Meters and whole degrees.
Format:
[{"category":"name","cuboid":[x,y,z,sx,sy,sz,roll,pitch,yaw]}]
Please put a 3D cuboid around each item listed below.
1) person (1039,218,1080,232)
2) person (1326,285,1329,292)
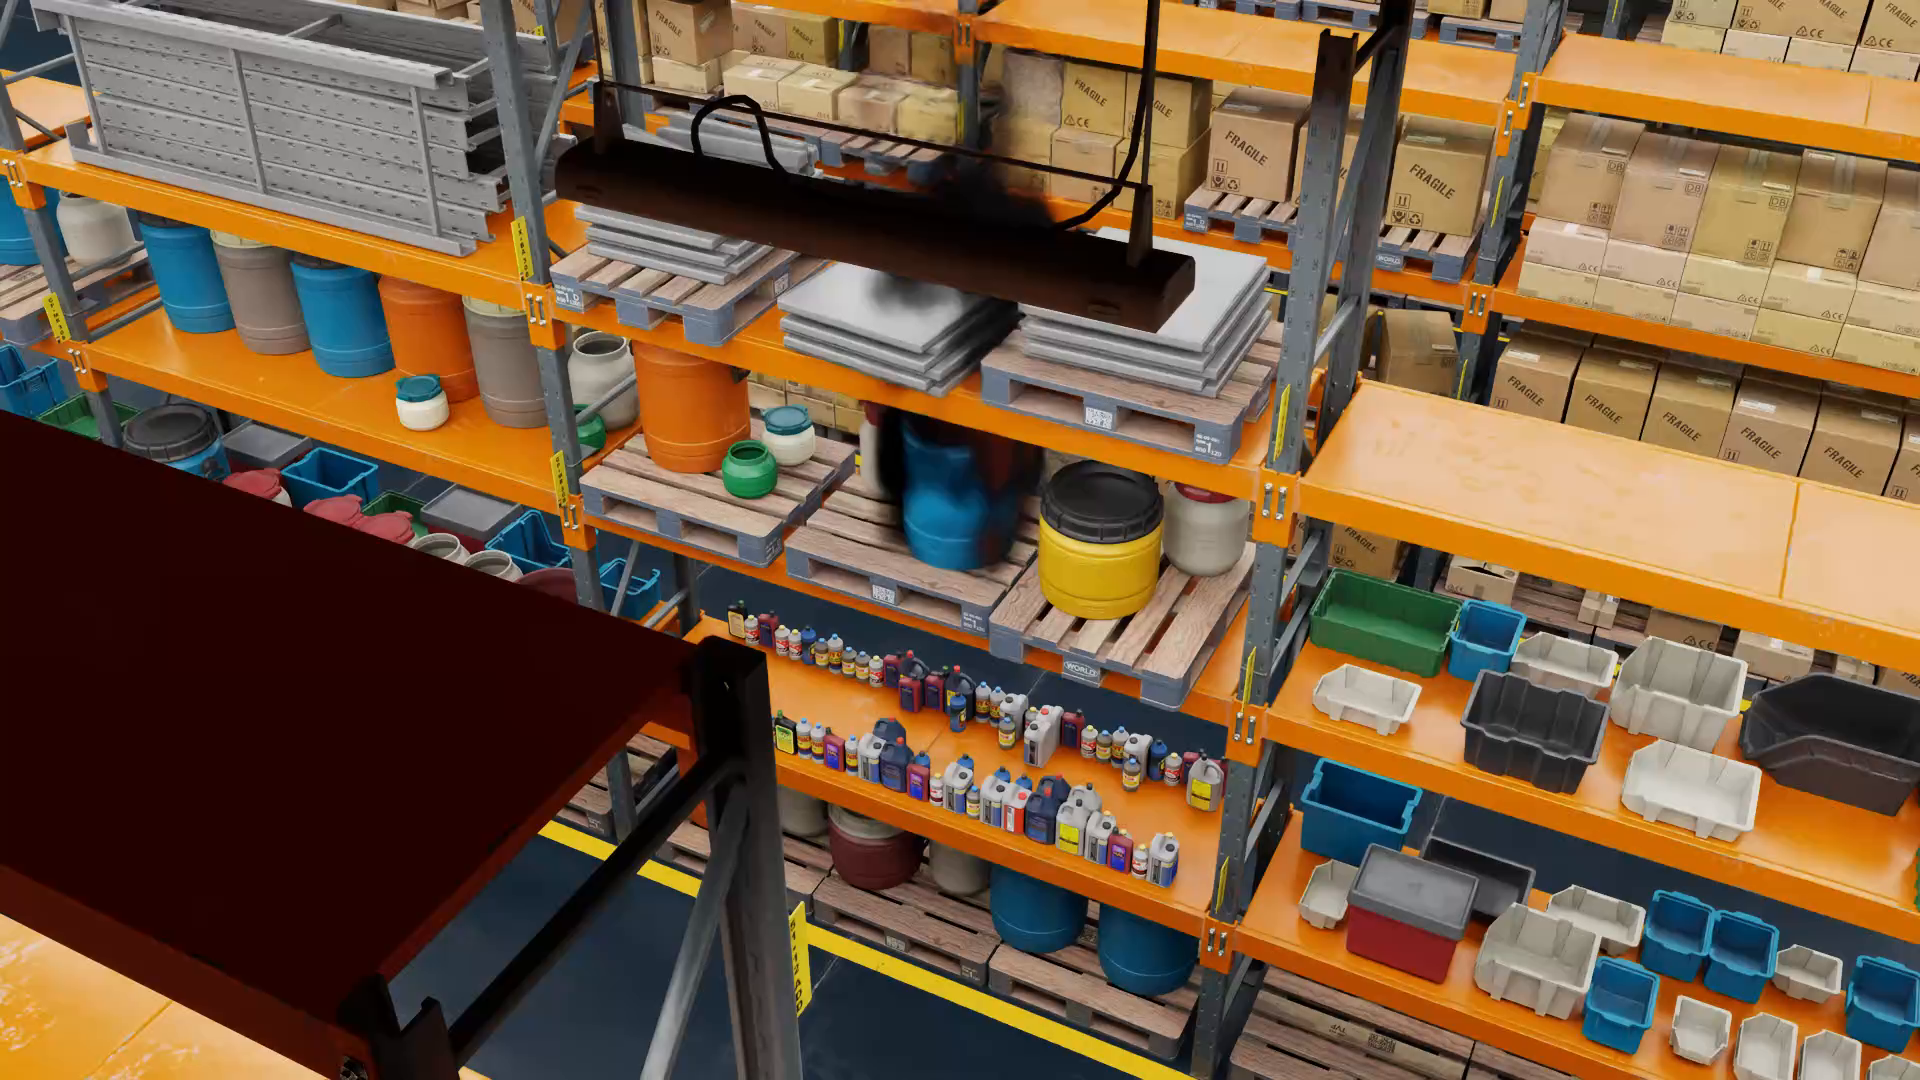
[{"category":"person","cuboid":[0.957,-2.886,16.416,0.773,1.839,0.639,8,36,11]},{"category":"person","cuboid":[3.124,-1.602,14.775,0.561,1.590,0.595,14,37,19]}]
